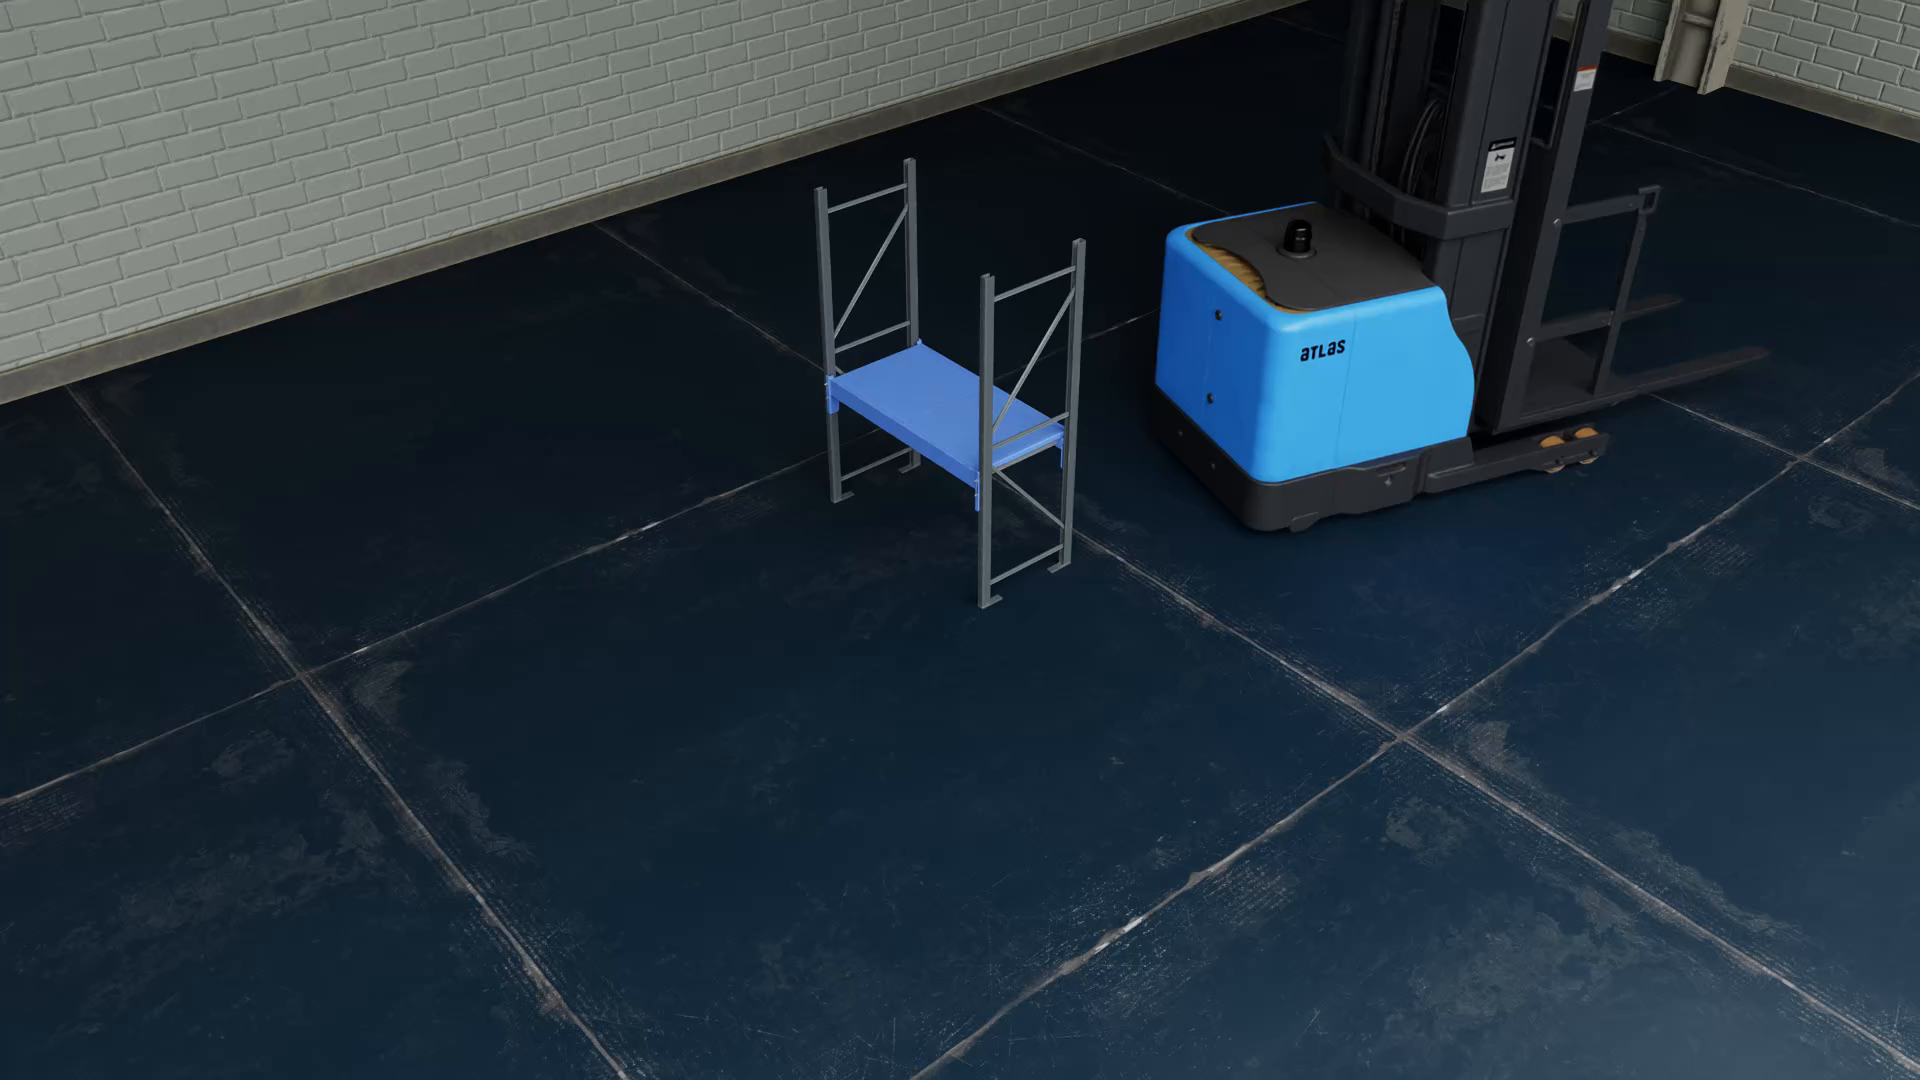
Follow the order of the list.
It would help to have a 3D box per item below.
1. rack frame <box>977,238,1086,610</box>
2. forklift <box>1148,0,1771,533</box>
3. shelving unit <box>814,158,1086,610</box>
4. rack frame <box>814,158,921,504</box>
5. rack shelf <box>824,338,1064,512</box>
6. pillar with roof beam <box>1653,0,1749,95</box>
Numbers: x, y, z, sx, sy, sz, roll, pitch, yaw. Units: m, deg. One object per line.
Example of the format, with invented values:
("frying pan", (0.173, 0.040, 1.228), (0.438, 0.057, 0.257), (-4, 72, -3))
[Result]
("rack frame", (0.273, -0.425, 6.553), (0.500, 1.500, 0.032), (-26, 43, -32))
("forklift", (2.460, -1.774, 7.219), (3.031, 2.935, 1.130), (-14, 38, -18))
("shelving unit", (-0.055, -0.650, 6.870), (0.538, 1.500, 1.048), (-26, 43, -32))
("rack frame", (-0.383, -0.874, 7.187), (0.500, 1.500, 0.032), (-26, 43, -32))
("rack shelf", (-0.055, -0.503, 6.974), (0.538, 0.185, 1.000), (-26, 43, -32))
("pillar with roof beam", (1.912, -5.332, 6.993), (9.100, 9.000, 0.400), (-26, 43, -32))
